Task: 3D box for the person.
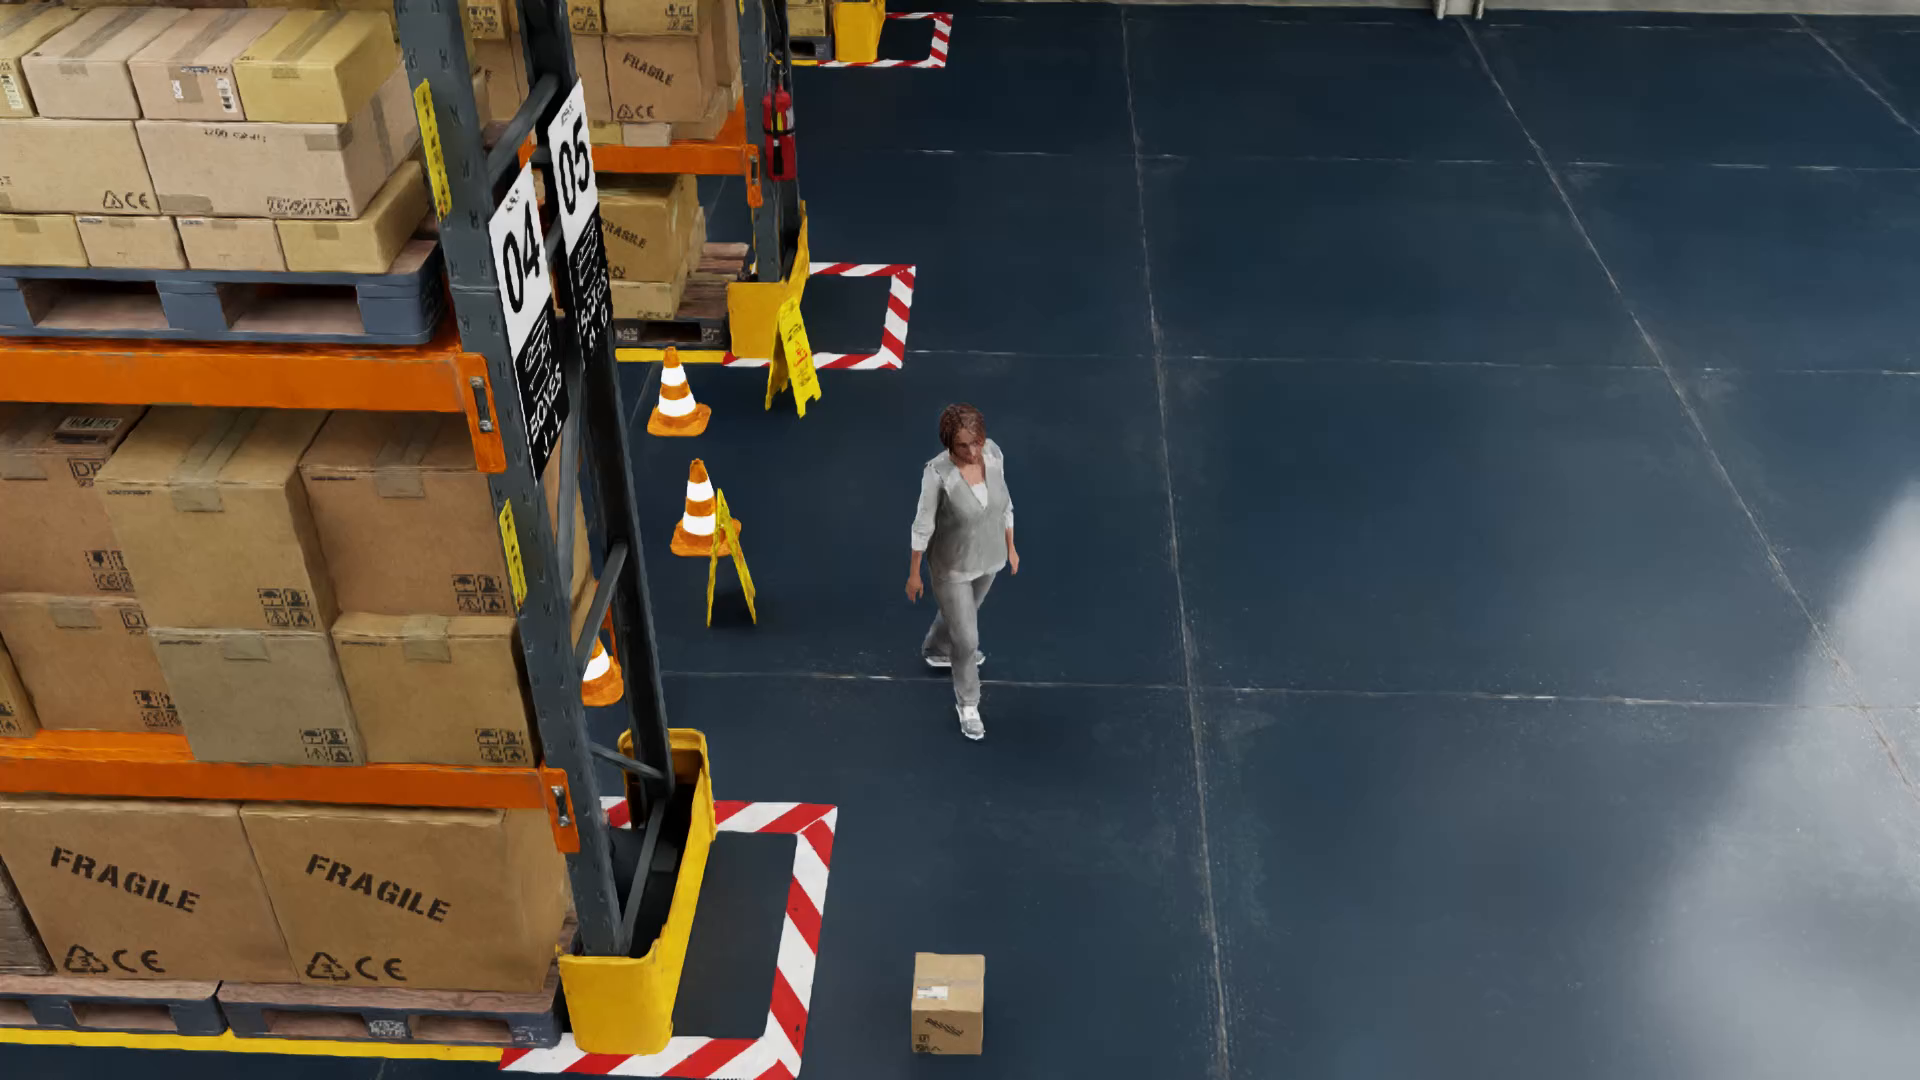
[{"bbox_3d":[-0.009,0.078,7.019,0.498,1.589,0.561,-25,43,-30],"label":"person"}]
